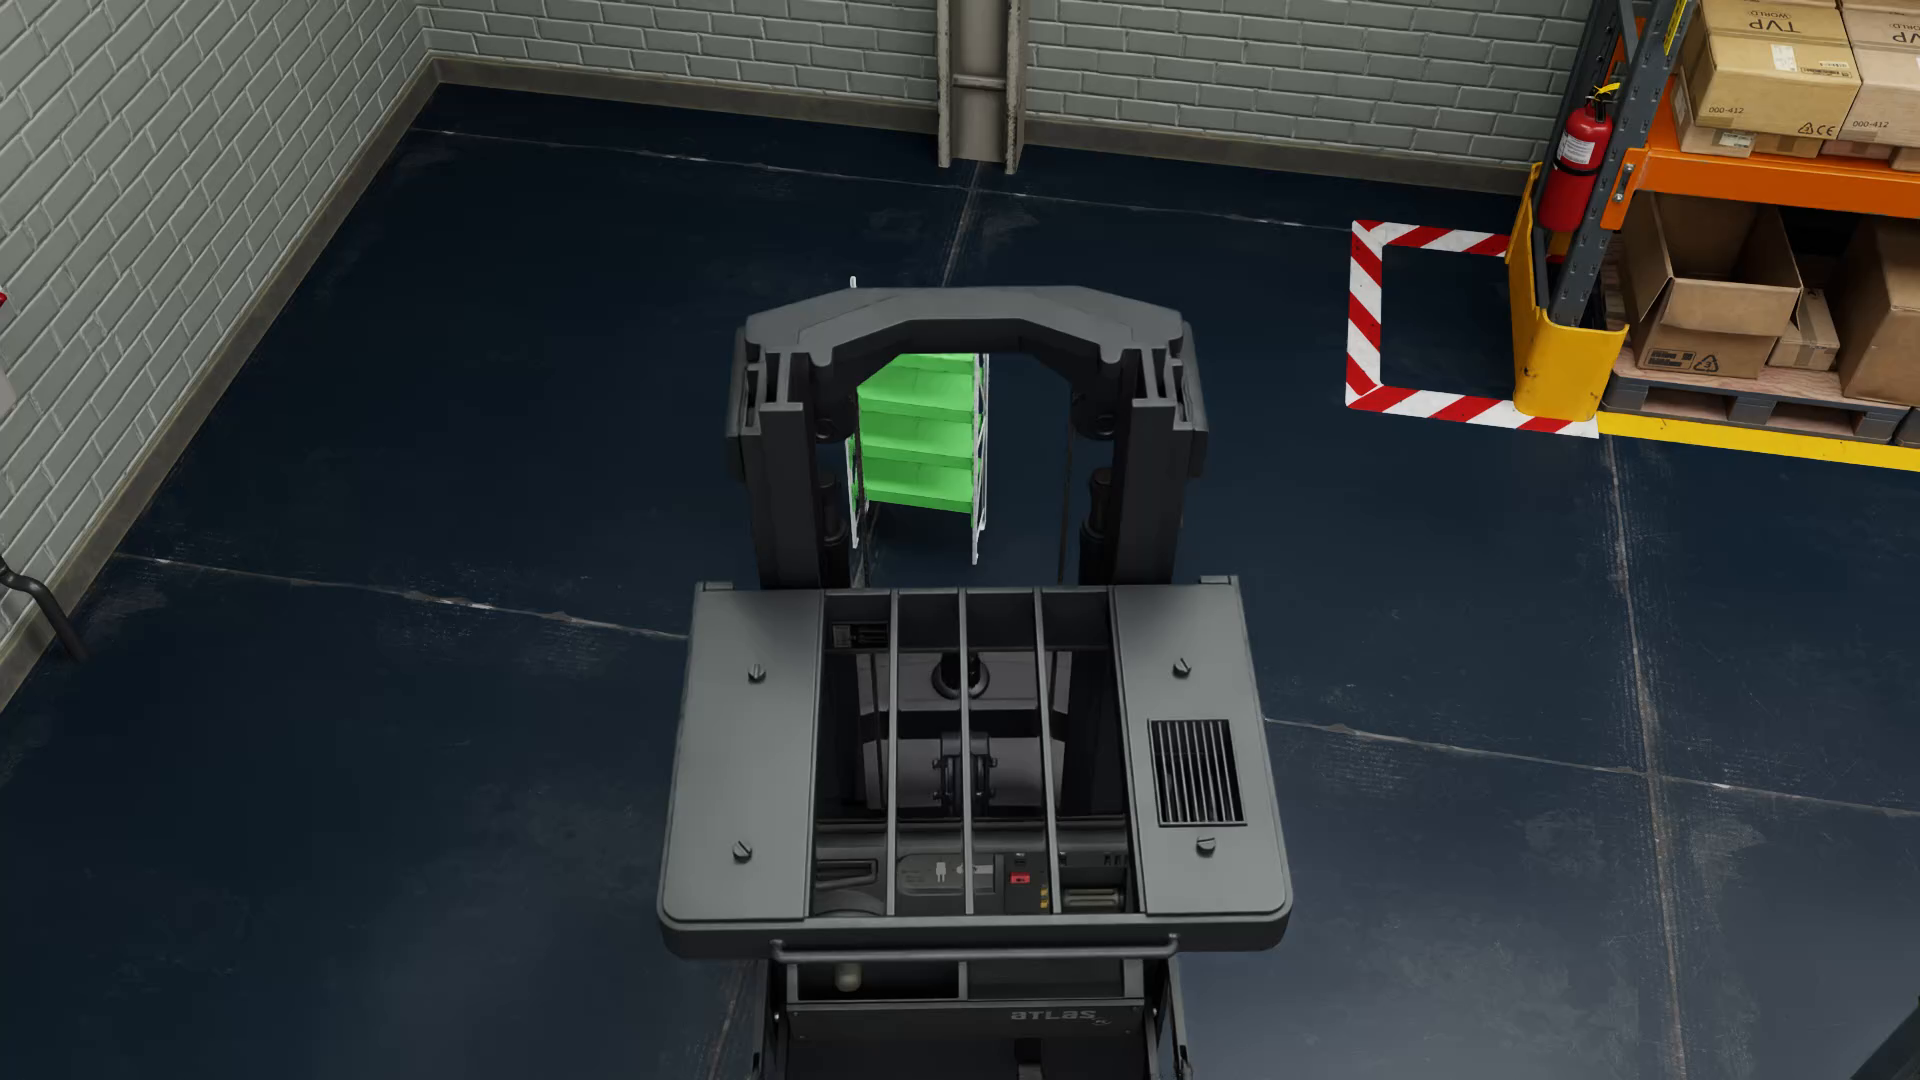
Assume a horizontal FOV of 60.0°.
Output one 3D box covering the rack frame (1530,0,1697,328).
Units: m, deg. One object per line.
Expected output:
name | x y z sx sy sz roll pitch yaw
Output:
rack frame | 2.603 -1.965 6.471 0.127 3.000 1.000 8 49 7

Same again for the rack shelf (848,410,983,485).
rack shelf | -0.163 -0.380 6.343 0.480 0.148 0.258 8 49 7

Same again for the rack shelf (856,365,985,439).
rack shelf | -0.163 -0.541 6.164 0.480 0.148 0.258 8 49 7

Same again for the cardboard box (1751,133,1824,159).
cardboard box | 3.136 -1.637 6.345 0.250 0.149 0.380 9 49 8

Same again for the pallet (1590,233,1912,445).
pallet | 3.462 -0.918 7.405 1.213 0.211 1.003 8 49 7

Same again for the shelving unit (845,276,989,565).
shelving unit | -0.163 -0.423 6.295 0.503 1.200 0.258 8 49 7

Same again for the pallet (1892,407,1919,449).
pallet | 4.659 -0.755 7.259 1.213 0.211 1.003 8 49 7

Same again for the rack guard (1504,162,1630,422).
rack guard | 2.678 -1.119 7.392 0.348 0.500 1.175 8 49 7

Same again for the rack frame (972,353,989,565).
rack frame | 0.077 -0.391 6.266 0.015 1.200 0.240 8 49 7

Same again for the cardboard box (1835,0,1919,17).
cardboard box | 3.610 -2.079 6.474 0.500 0.250 0.500 8 49 7

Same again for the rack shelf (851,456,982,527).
rack shelf | -0.163 -0.220 6.521 0.480 0.148 0.258 8 49 7

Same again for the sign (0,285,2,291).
sign | -3.428 -0.936 5.610 0.001 0.494 0.329 8 49 7

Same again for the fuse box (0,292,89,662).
fuse box | -3.312 -0.148 5.704 0.414 1.711 0.539 8 49 7

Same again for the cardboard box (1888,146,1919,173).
cardboard box | 3.639 -1.549 6.266 0.250 0.149 0.380 9 49 8

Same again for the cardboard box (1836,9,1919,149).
cardboard box | 3.498 -1.690 6.125 0.500 0.250 0.500 8 49 7

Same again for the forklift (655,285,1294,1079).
forklift | 0.020 0.989 3.862 1.130 2.935 3.031 -1 48 -1

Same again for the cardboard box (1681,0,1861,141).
cardboard box | 3.002 -1.757 6.185 0.500 0.250 0.500 8 49 7

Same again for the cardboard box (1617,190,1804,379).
cardboard box | 3.188 -1.121 7.108 0.637 0.503 0.797 6 48 5

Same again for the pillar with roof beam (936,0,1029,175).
pillar with roof beam | -0.656 -1.835 2.321 0.400 9.000 9.100 8 49 7

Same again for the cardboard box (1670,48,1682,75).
cardboard box | 2.977 -2.034 6.702 0.250 0.149 0.380 7 48 6

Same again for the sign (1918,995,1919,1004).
sign | 1.834 0.807 3.042 0.005 0.325 0.100 8 49 7

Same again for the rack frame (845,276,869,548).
rack frame | -0.403 -0.455 6.324 0.015 1.200 0.240 8 49 7

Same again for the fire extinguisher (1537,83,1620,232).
fire extinguisher | 2.376 -1.496 6.352 0.183 0.674 0.296 8 49 7

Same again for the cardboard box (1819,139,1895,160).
cardboard box | 3.401 -1.628 6.337 0.250 0.149 0.380 7 48 6

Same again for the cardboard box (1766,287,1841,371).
cardboard box | 3.599 -0.917 7.164 0.250 0.149 0.380 6 48 5

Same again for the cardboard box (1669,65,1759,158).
cardboard box | 2.878 -1.637 6.345 0.250 0.149 0.380 7 48 7

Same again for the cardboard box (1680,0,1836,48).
cardboard box | 3.103 -2.148 6.536 0.500 0.250 0.500 9 49 8

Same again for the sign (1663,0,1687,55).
sign | 2.507 -1.857 5.792 0.005 0.325 0.100 8 49 7

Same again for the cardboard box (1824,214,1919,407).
cardboard box | 4.022 -0.978 6.982 0.500 0.500 0.700 9 49 8

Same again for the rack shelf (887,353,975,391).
rack shelf | -0.163 -0.701 5.986 0.480 0.148 0.258 8 49 7

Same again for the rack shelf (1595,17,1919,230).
rack shelf | 4.571 -1.460 6.501 4.000 0.370 1.077 8 49 7
